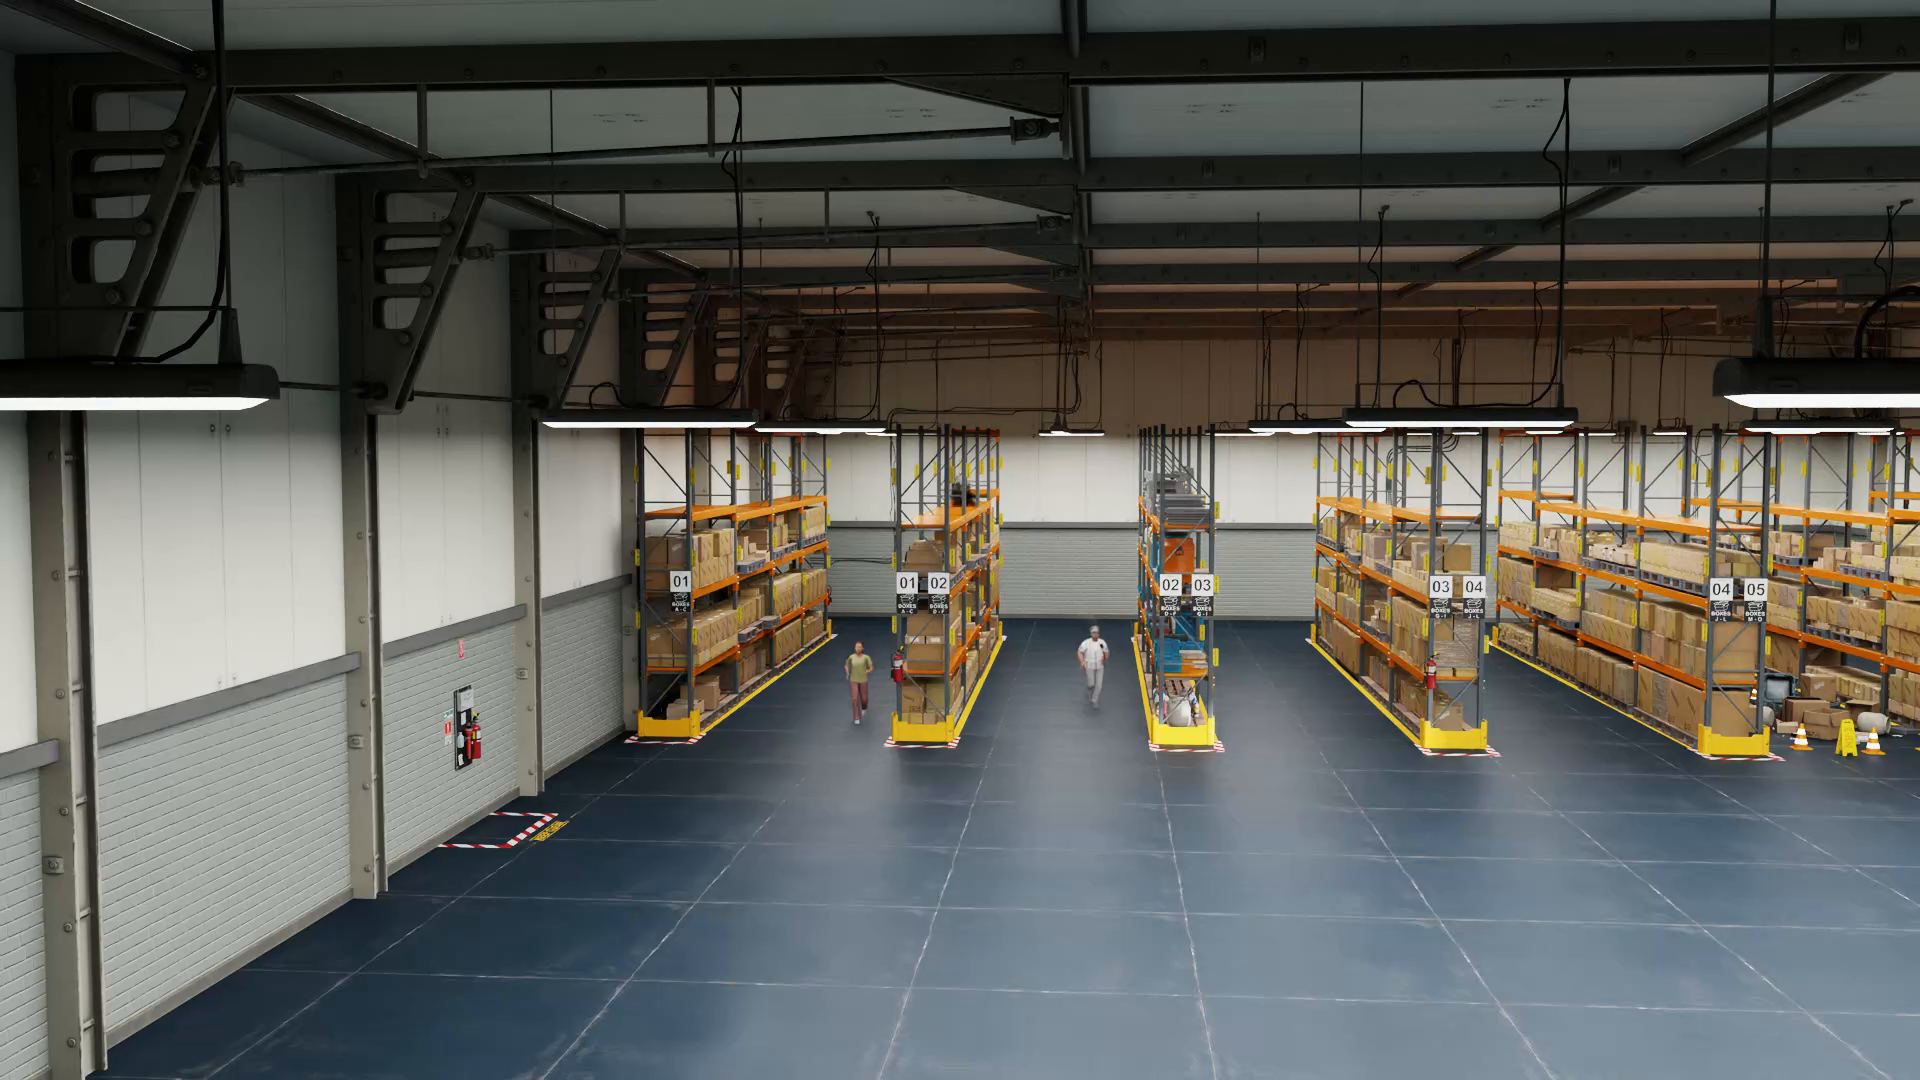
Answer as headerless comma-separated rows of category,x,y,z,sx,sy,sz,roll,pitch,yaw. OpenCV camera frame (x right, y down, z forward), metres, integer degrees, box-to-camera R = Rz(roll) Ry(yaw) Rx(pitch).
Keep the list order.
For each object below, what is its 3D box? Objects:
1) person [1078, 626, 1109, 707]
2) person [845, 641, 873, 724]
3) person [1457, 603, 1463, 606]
person,2.867,2.699,35.395,0.658,1.739,0.591,0,3,-7
person,-2.045,2.860,33.557,0.589,1.635,0.802,0,3,2
person,13.477,2.182,44.677,0.613,1.632,0.760,0,3,4
